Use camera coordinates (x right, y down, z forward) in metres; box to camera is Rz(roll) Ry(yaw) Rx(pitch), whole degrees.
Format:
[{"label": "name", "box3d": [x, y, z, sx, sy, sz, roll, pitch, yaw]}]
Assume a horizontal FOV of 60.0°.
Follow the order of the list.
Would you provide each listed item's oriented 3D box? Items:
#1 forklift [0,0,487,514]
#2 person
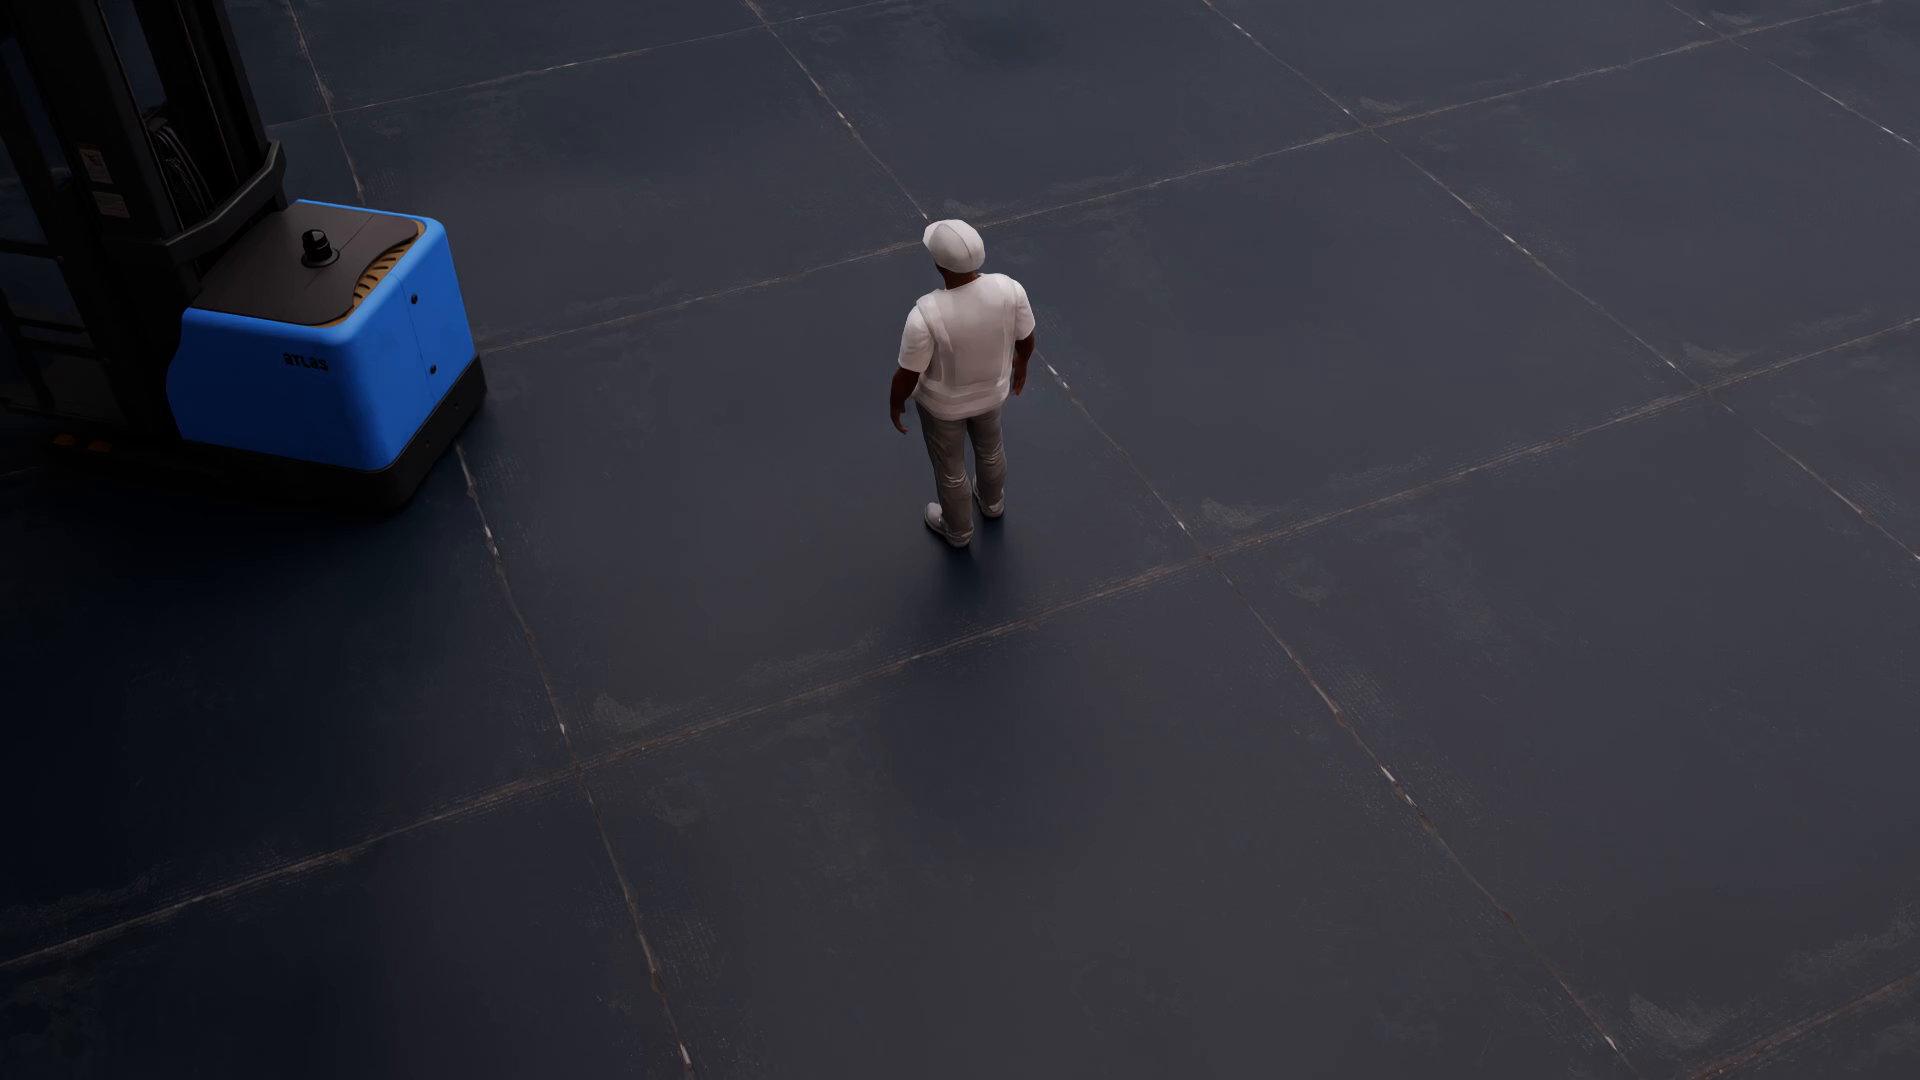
[{"label": "forklift", "box3d": [-4.003, -1.736, 7.540, 3.031, 2.935, 1.130, 10, 44, 10]}, {"label": "person", "box3d": [-0.024, -0.696, 7.269, 0.665, 1.768, 0.575, -18, 46, -18]}]
